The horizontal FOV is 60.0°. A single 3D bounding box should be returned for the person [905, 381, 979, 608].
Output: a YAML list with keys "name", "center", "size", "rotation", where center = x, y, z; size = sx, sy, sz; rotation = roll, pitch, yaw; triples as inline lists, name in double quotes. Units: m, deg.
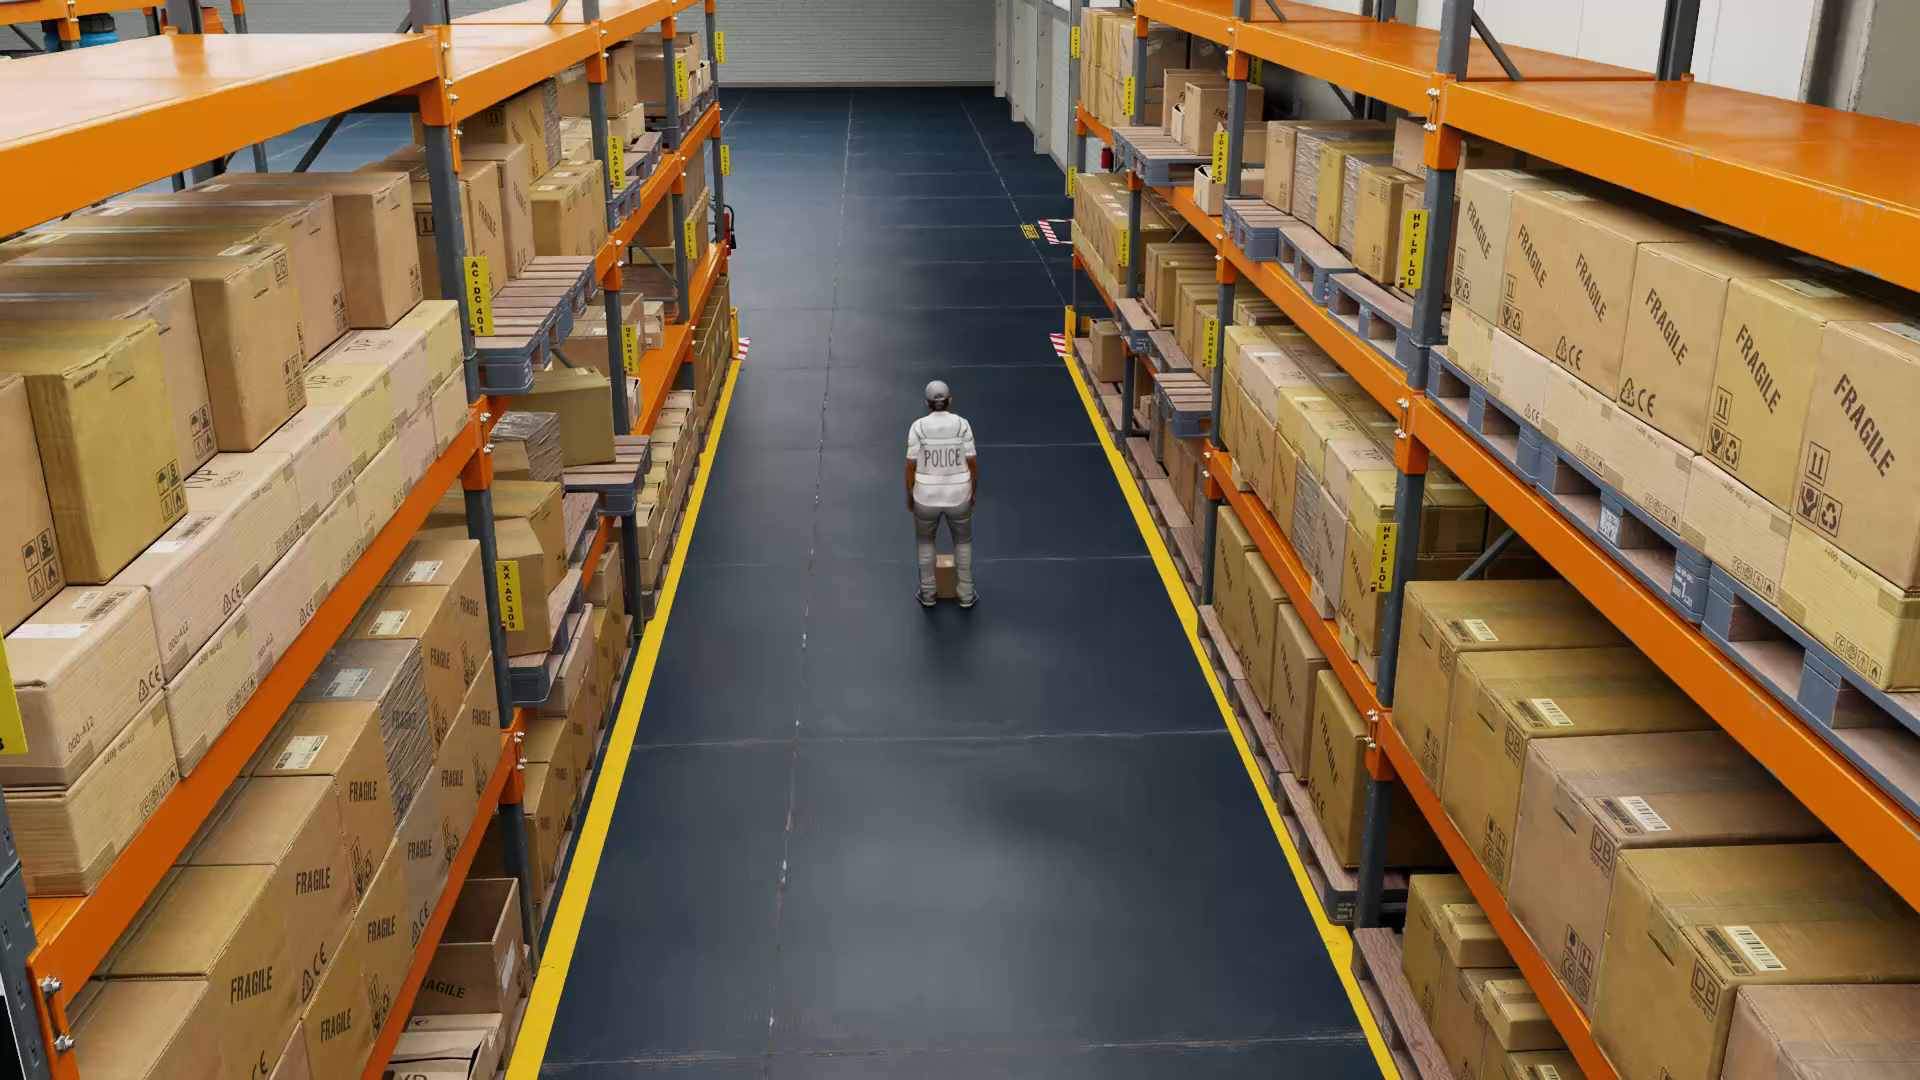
- name: "person"
  center: [-0.124, -0.314, 11.908]
  size: [0.541, 1.665, 0.465]
  rotation: [-2, 21, -5]
